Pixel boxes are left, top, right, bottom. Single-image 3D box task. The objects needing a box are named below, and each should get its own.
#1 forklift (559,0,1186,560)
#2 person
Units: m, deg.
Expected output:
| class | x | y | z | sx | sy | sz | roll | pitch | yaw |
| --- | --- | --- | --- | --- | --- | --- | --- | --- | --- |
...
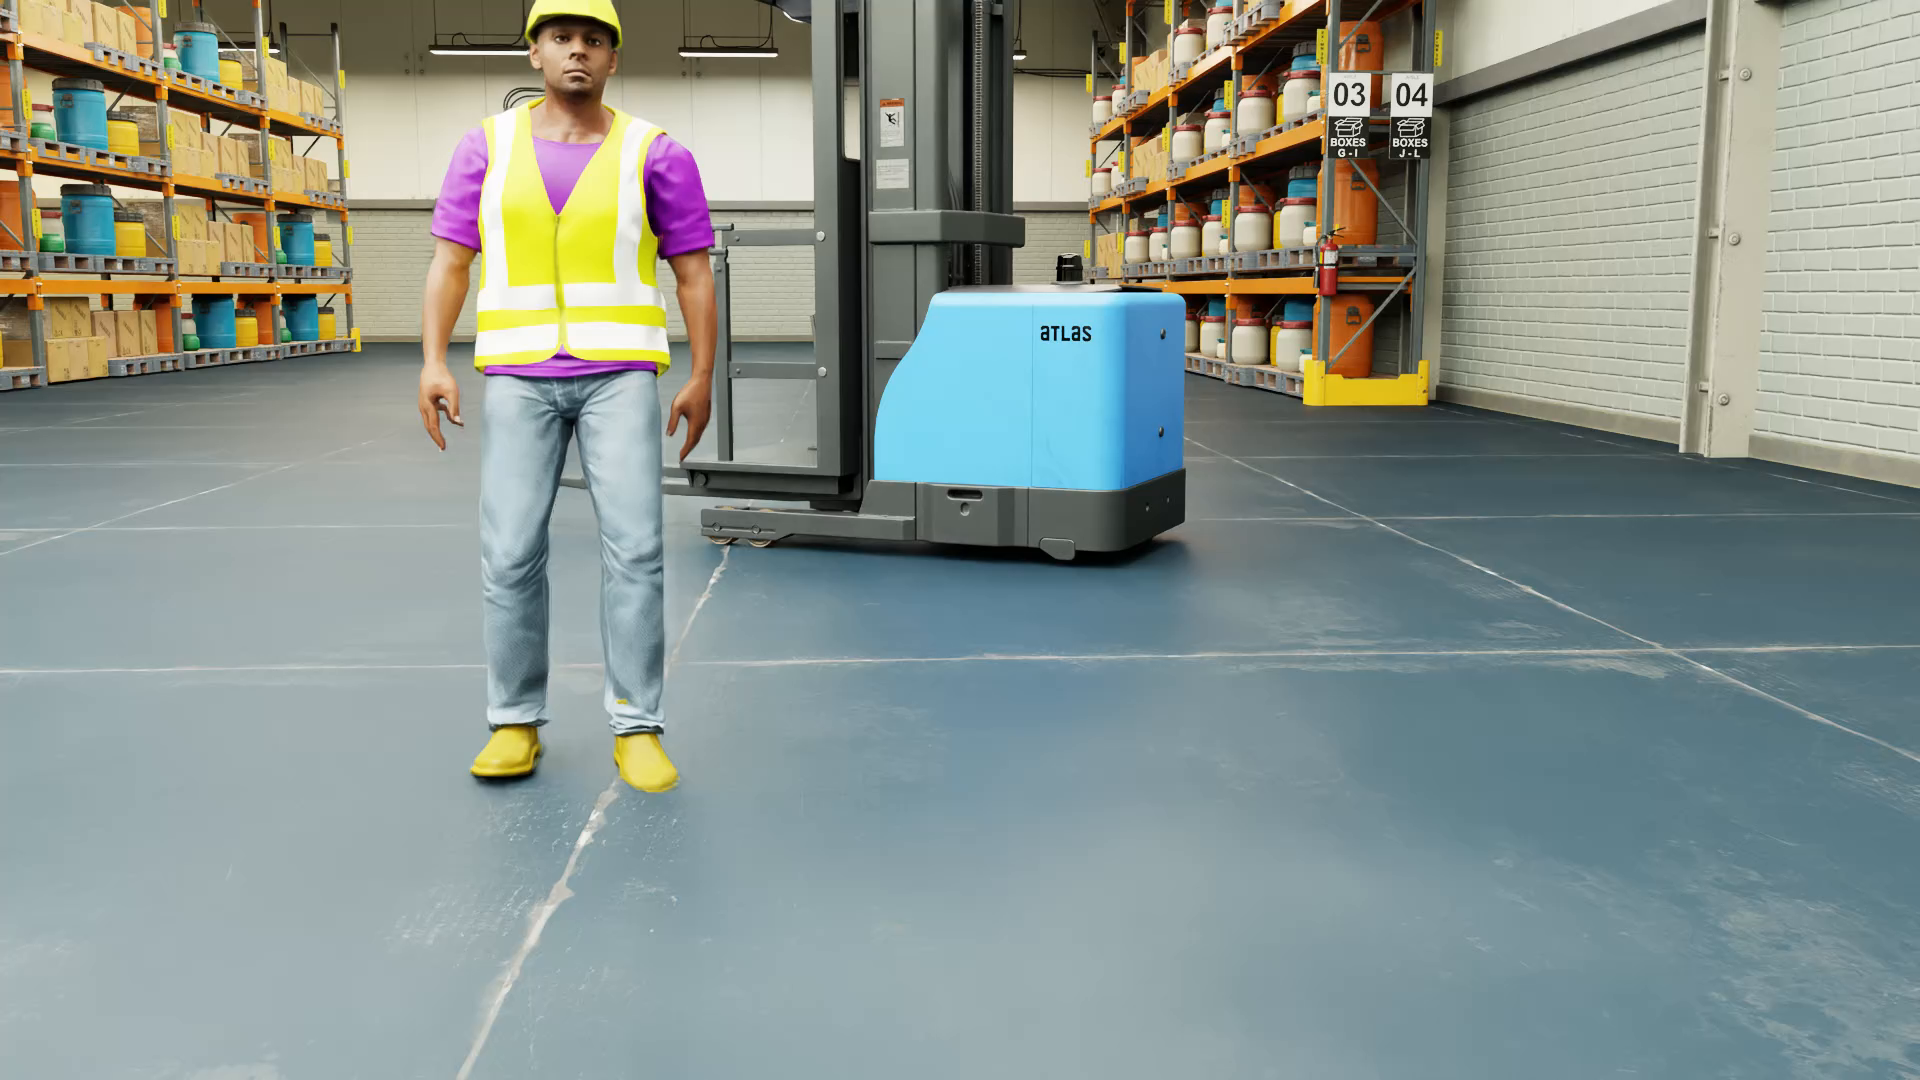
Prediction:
| class | x | y | z | sx | sy | sz | roll | pitch | yaw |
| --- | --- | --- | --- | --- | --- | --- | --- | --- | --- |
| forklift | -0.570 | -1.485 | 7.334 | 3.031 | 2.935 | 1.130 | 4 | 9 | 23 |
| person | -0.874 | -0.344 | 3.713 | 0.659 | 1.784 | 0.508 | -1 | 8 | -6 |
